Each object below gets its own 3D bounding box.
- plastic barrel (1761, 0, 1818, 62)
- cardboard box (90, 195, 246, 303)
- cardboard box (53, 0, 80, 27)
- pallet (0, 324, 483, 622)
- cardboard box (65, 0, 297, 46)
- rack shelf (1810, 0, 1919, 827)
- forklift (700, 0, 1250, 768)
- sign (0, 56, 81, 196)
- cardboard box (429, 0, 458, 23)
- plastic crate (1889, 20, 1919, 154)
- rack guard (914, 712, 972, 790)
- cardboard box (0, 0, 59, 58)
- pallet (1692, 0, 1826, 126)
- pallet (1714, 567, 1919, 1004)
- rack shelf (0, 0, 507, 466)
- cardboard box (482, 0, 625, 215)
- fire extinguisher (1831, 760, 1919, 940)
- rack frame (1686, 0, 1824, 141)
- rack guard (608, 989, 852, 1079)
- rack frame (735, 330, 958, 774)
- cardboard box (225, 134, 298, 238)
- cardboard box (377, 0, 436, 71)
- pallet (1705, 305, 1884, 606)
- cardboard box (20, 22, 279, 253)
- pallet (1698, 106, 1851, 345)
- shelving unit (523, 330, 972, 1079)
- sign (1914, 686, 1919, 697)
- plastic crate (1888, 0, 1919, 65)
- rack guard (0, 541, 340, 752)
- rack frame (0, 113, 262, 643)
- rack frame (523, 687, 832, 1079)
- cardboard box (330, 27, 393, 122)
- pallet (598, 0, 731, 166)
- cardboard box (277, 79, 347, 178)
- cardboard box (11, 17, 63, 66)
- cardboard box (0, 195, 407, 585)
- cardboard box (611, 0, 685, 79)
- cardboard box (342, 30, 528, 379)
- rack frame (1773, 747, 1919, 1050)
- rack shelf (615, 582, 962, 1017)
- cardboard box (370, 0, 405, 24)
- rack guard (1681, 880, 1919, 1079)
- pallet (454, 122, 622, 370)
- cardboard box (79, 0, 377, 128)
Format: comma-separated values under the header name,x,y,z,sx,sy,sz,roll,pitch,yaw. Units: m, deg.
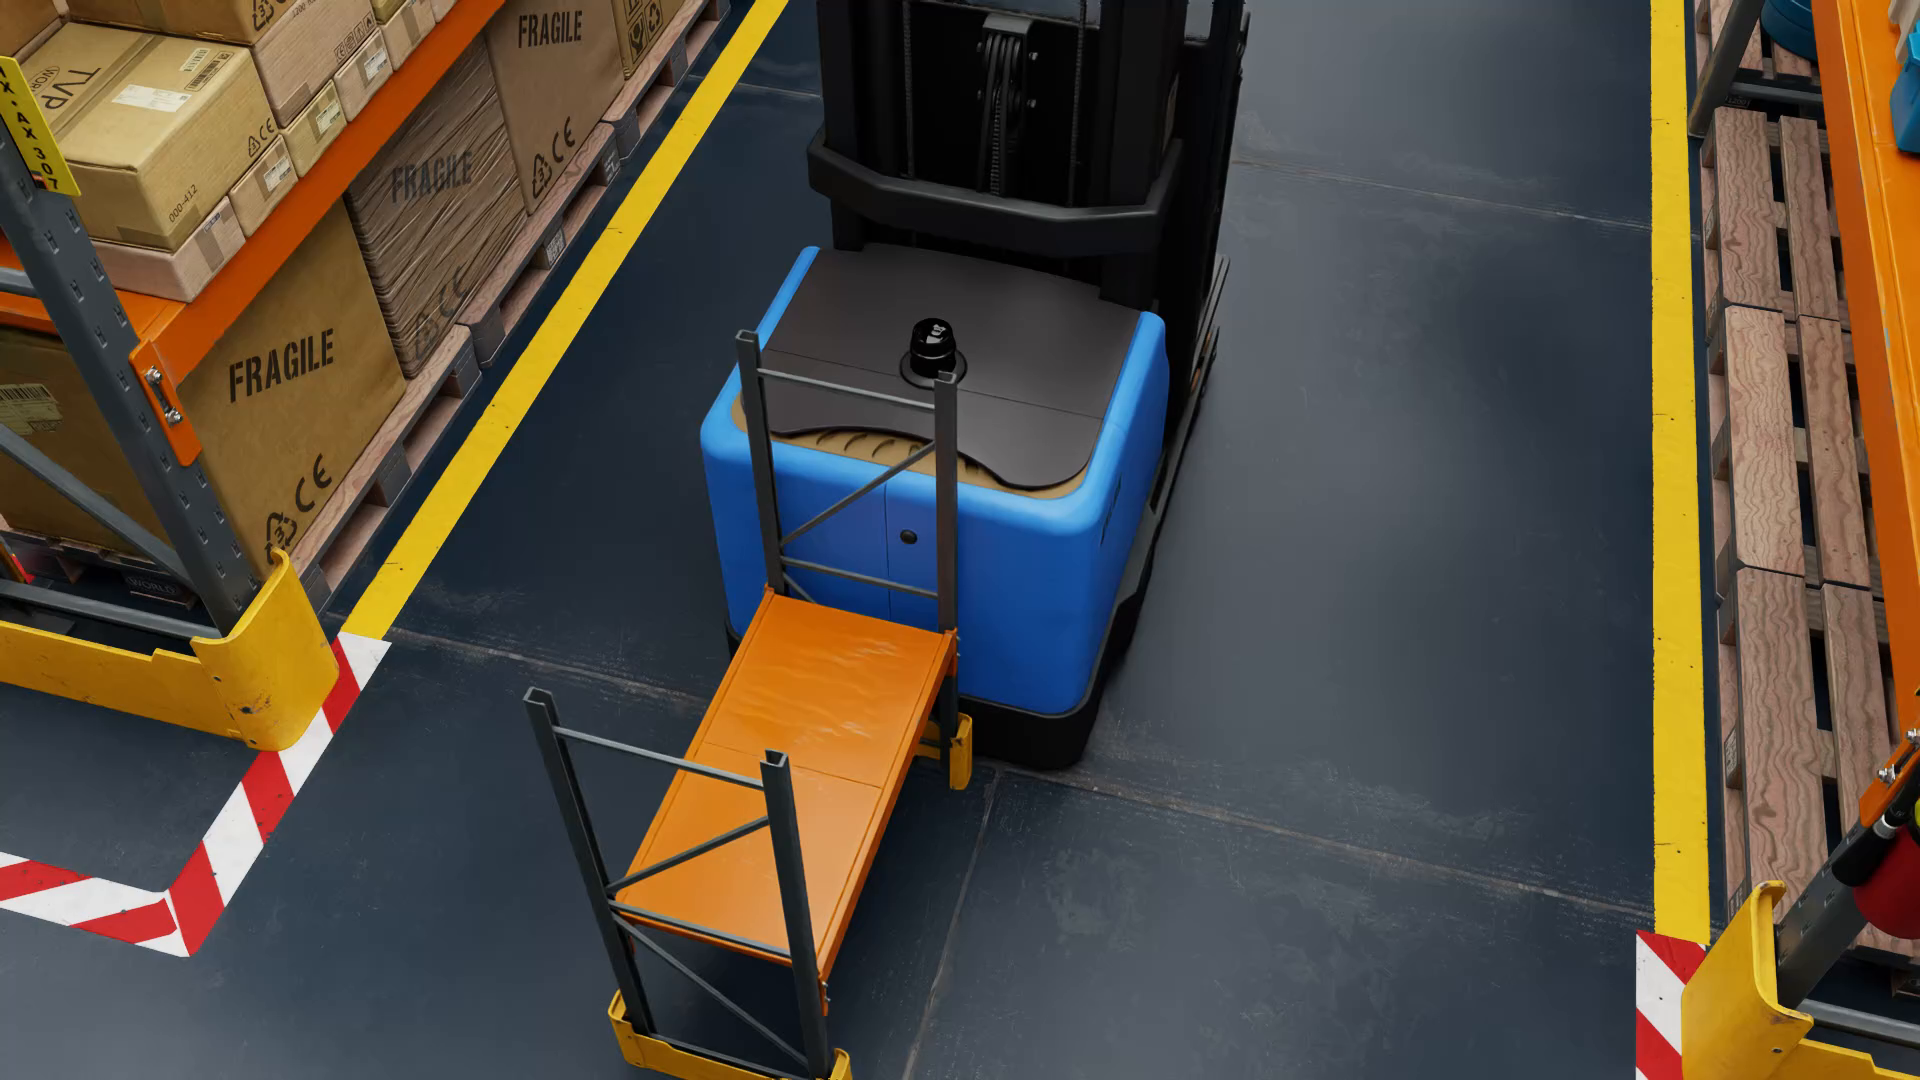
name,x,y,z,sx,sy,sz,roll,pitch,yaw
plastic barrel,3.576,-2.387,6.475,0.600,0.901,0.708,12,50,10
cardboard box,-2.003,-0.745,4.074,0.380,0.149,0.250,12,50,10
cardboard box,-2.409,-1.454,4.435,0.500,0.250,0.500,11,49,9
pallet,-2.280,-0.307,5.380,1.003,0.211,1.213,12,50,10
cardboard box,-1.897,-1.588,4.053,0.500,0.500,0.500,10,49,9
rack shelf,2.890,-0.867,4.495,1.077,0.370,4.000,12,50,10
forklift,0.258,-1.471,4.593,1.130,2.935,3.031,13,50,11
sign,-1.881,-0.835,3.356,0.100,0.325,0.005,12,50,10
cardboard box,-1.667,-1.675,4.895,0.380,0.149,0.250,11,50,10
plastic crate,2.656,-1.159,4.344,0.416,0.233,0.300,12,50,10
rack guard,-0.255,0.526,4.619,0.587,0.250,0.087,13,50,11
cardboard box,-2.540,-1.337,3.831,0.500,0.500,0.500,12,50,10
pallet,3.659,-2.179,7.032,1.003,0.211,1.213,12,50,10
pallet,2.618,0.675,4.513,1.003,0.211,1.213,12,50,10
rack shelf,-1.889,-1.845,5.357,1.077,0.370,4.000,12,50,10
cardboard box,-1.850,-1.853,6.021,0.875,0.875,0.875,12,50,10
fire extinguisher,1.885,0.510,3.100,0.296,0.674,0.183,12,50,10
rack frame,3.416,-2.552,5.502,1.000,3.000,0.127,12,50,10
rack guard,-0.545,1.240,3.989,0.587,0.250,0.087,13,50,11
rack frame,-0.249,0.098,4.163,0.500,1.500,0.032,13,50,11
cardboard box,-1.937,-0.930,4.238,0.380,0.149,0.250,11,49,9
cardboard box,-1.735,-1.488,4.730,0.380,0.149,0.250,11,49,9
pallet,2.941,-0.204,5.290,1.003,0.211,1.213,12,50,10
cardboard box,-2.028,-0.979,4.015,0.500,0.250,0.500,10,49,9
pallet,3.260,-1.090,6.071,1.003,0.211,1.213,12,50,10
shelving unit,-0.400,0.469,3.835,0.587,1.500,1.083,13,50,11
sign,1.828,0.191,2.972,0.100,0.325,0.005,12,50,10
plastic crate,2.836,-1.464,4.581,0.437,0.282,0.530,12,50,10
rack guard,-2.421,0.209,4.733,1.175,0.500,0.348,12,50,10
rack frame,-2.415,-0.636,3.811,1.000,3.000,0.127,12,50,10
rack frame,-0.545,0.827,3.519,0.500,1.500,0.032,13,50,11
cardboard box,-1.803,-1.304,4.568,0.380,0.149,0.250,11,49,9
pallet,-1.638,-2.072,6.938,1.003,0.211,1.213,12,50,10
cardboard box,-1.870,-1.116,4.402,0.380,0.149,0.250,11,49,9
cardboard box,-2.544,-1.088,4.111,0.500,0.250,0.500,11,49,9
cardboard box,-2.324,-0.551,4.872,0.875,0.875,0.875,12,50,10
cardboard box,-1.613,-2.504,6.596,0.875,0.875,0.875,12,50,10
cardboard box,-2.084,-1.209,5.453,0.875,0.875,0.875,12,50,10
rack frame,2.363,0.341,2.948,1.000,3.000,0.127,12,50,10
rack shelf,-0.397,0.582,3.976,0.538,0.185,1.000,13,50,11
cardboard box,-1.762,-1.719,4.668,0.500,0.250,0.500,10,49,9
rack guard,2.369,1.188,3.868,1.175,0.500,0.348,12,50,10
pallet,-1.957,-1.187,6.157,1.003,0.211,1.213,12,50,10
cardboard box,-1.898,-1.356,4.348,0.500,0.250,0.500,11,49,10
